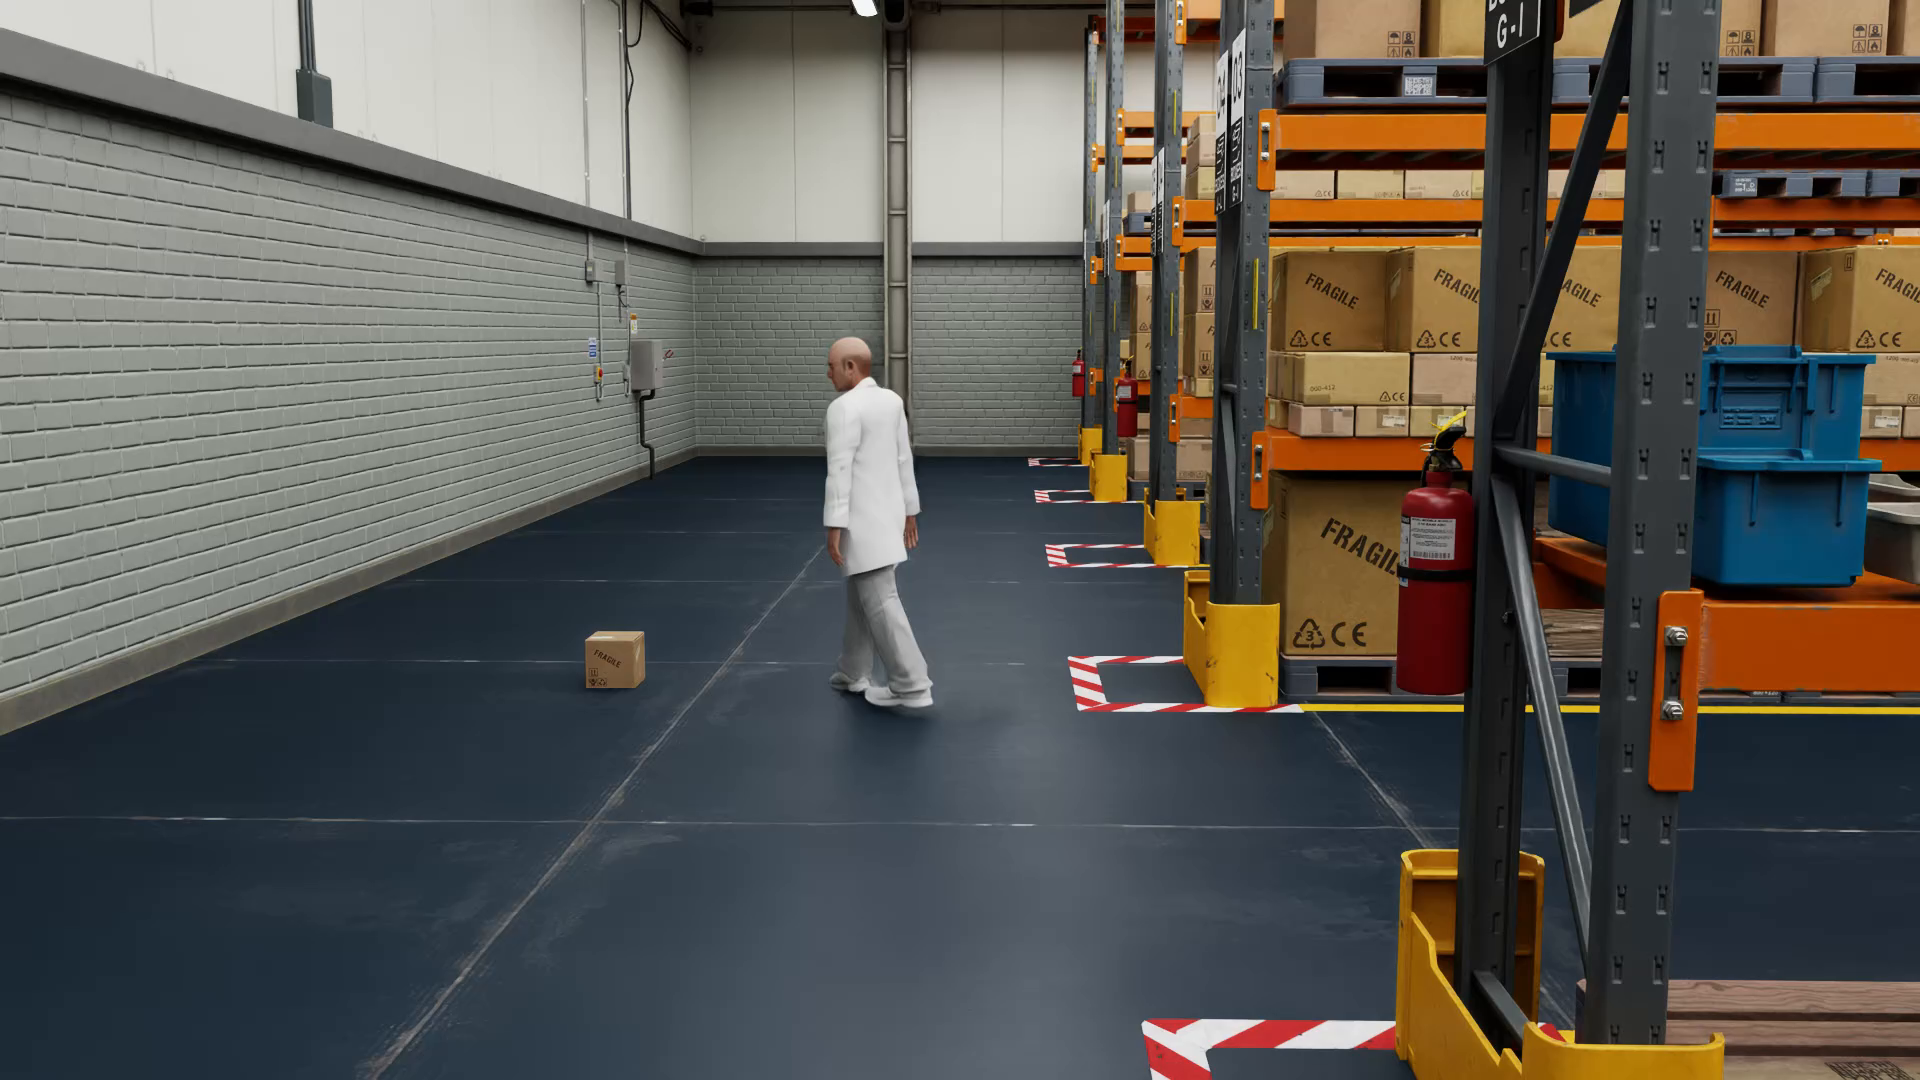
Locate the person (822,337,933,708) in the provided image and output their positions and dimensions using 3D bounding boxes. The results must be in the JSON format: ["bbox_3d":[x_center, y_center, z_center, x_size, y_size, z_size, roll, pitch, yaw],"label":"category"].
[{"bbox_3d":[-0.452,-0.019,7.978,0.803,1.653,0.670,4,8,28],"label":"person"}]
